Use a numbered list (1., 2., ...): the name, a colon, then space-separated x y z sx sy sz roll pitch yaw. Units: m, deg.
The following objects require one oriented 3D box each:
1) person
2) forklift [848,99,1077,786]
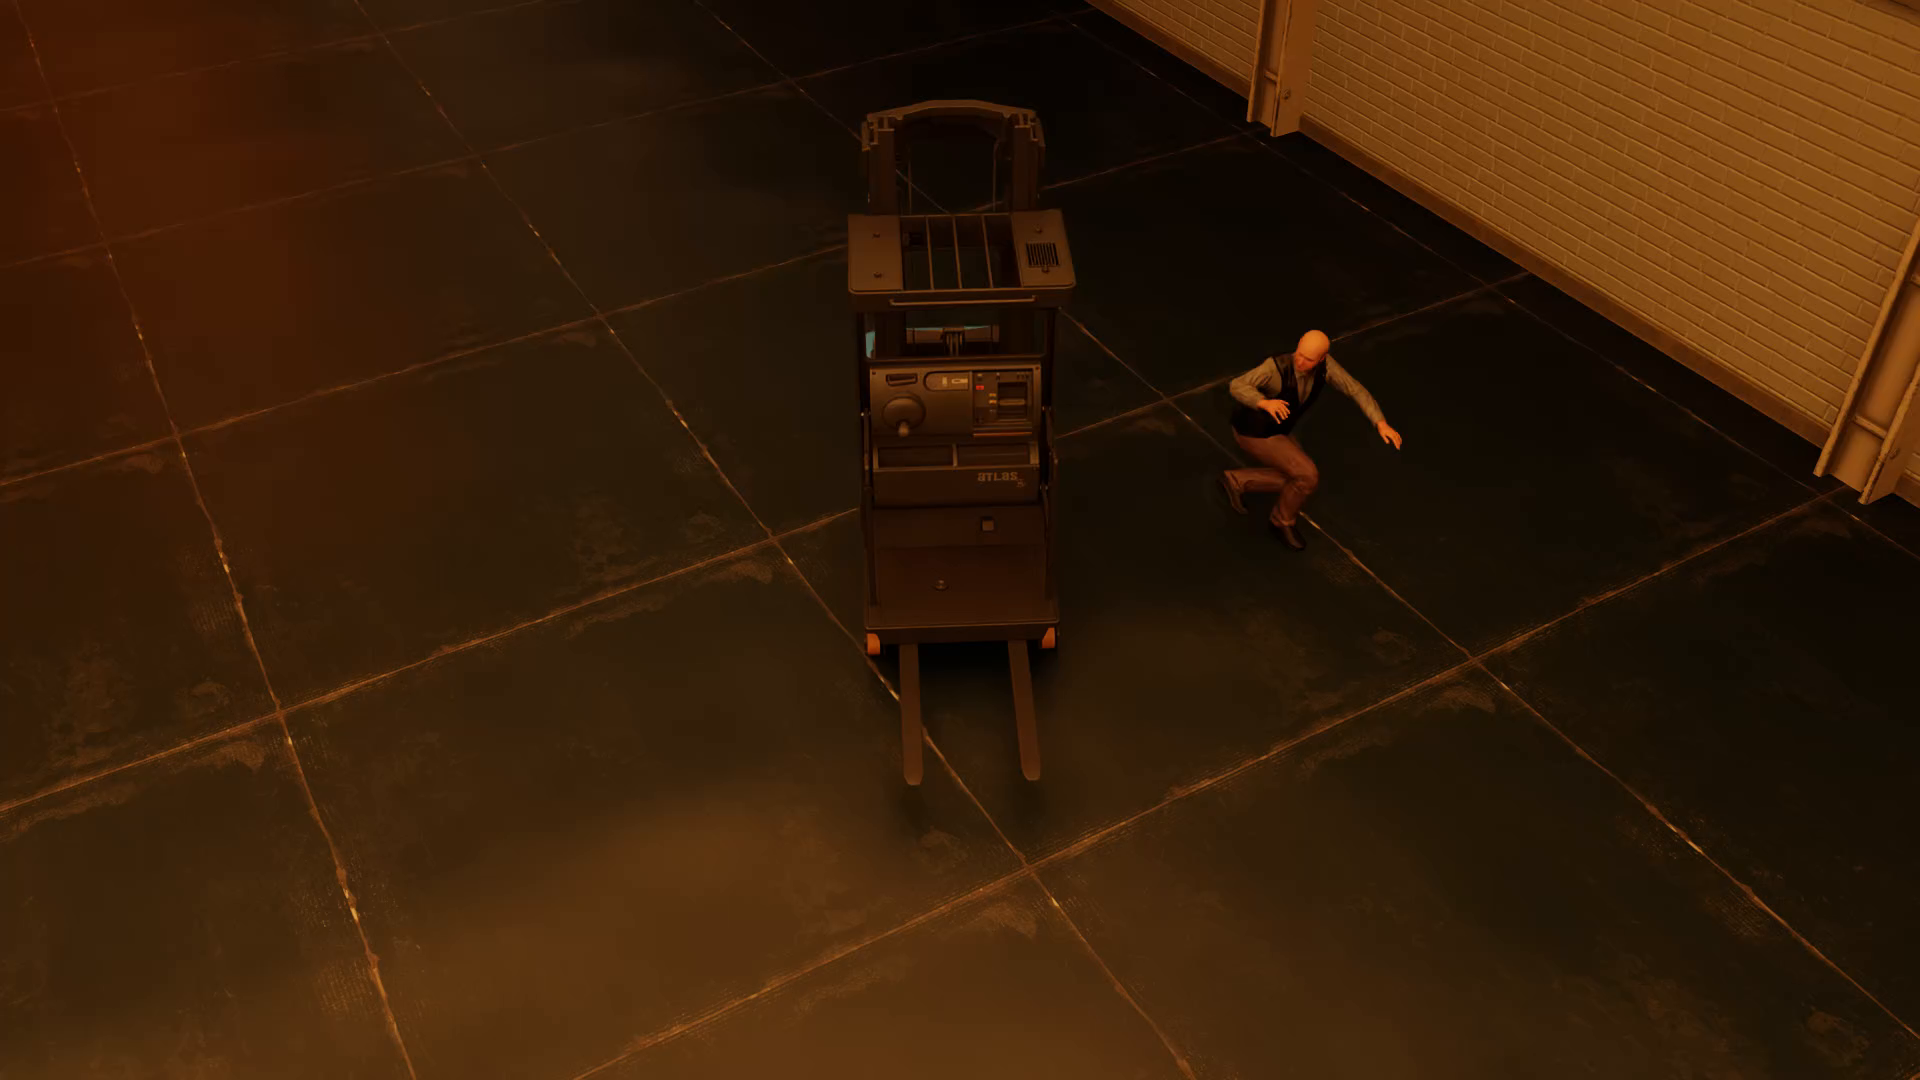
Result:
1. person: 2.031 -0.569 9.893 1.048 1.449 0.771 27 47 29
2. forklift: -0.009 -0.683 8.859 1.130 2.935 3.031 -2 40 -2
